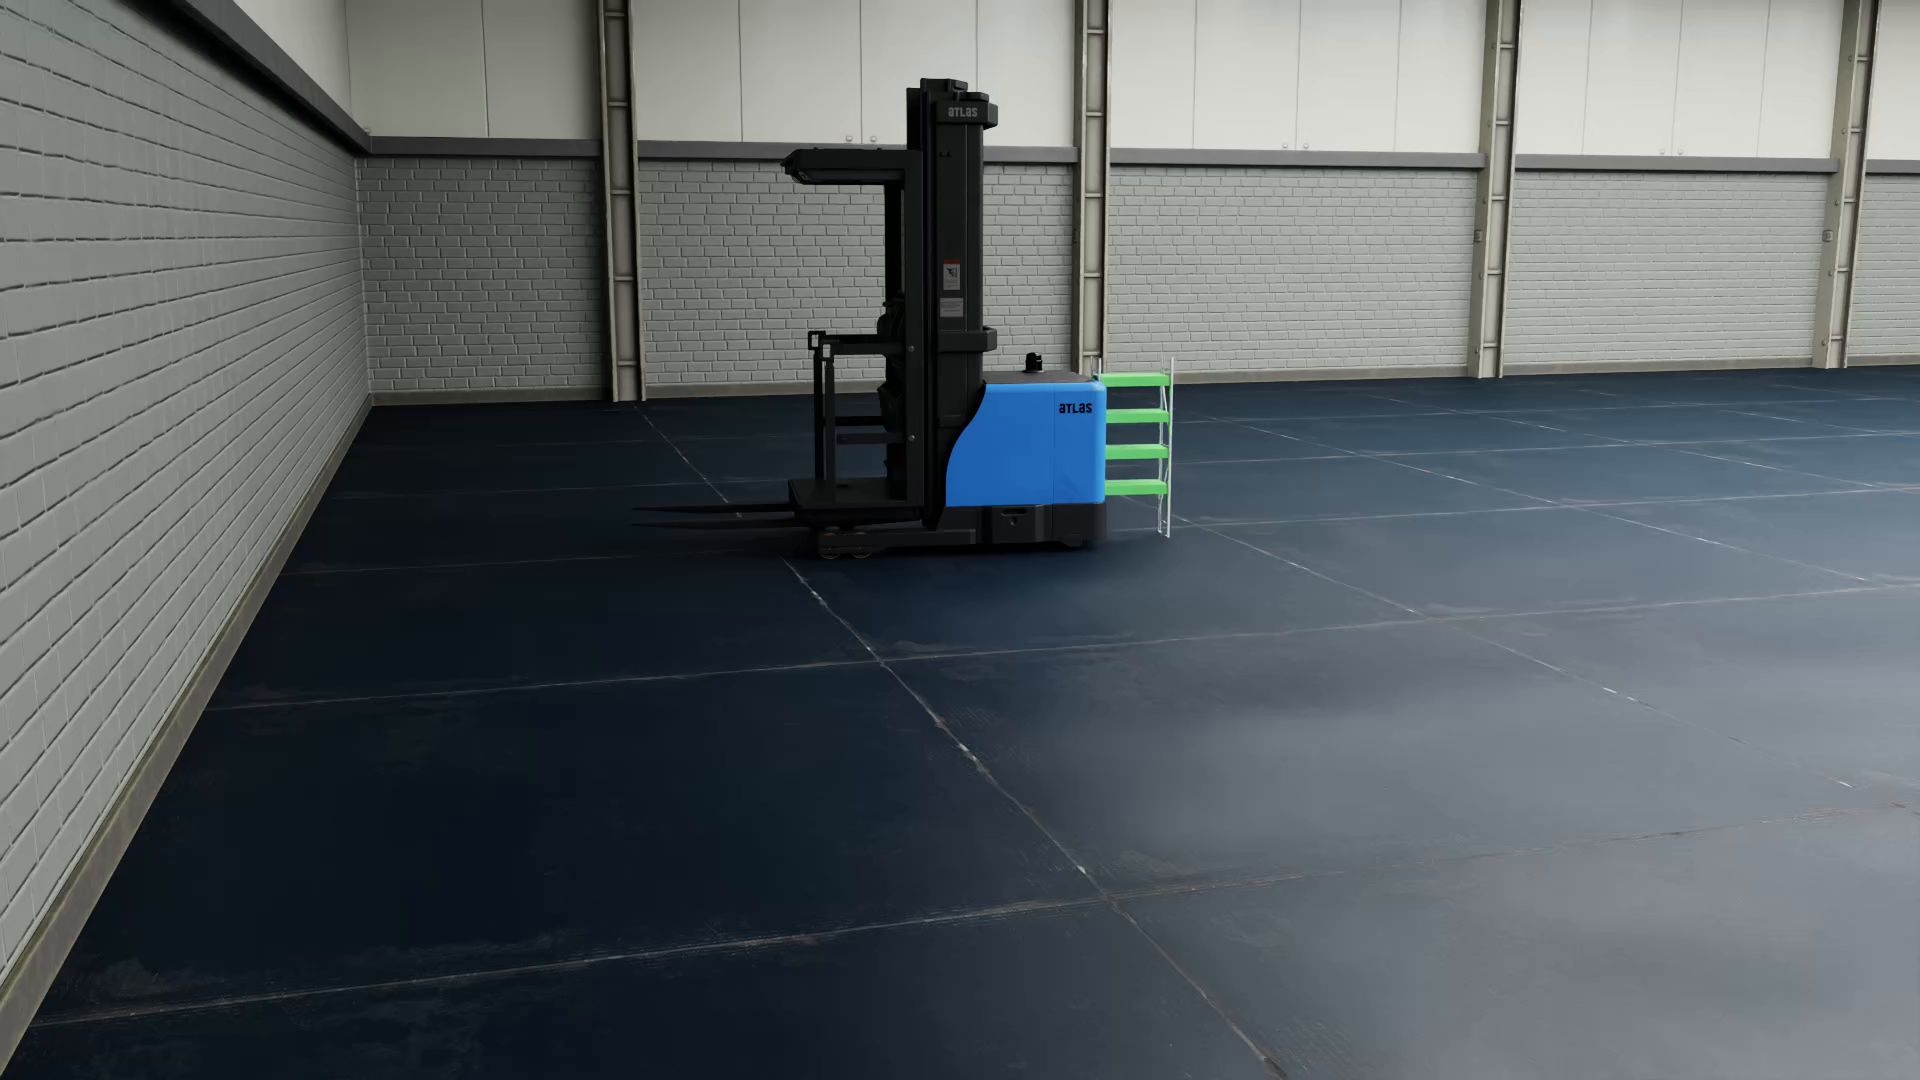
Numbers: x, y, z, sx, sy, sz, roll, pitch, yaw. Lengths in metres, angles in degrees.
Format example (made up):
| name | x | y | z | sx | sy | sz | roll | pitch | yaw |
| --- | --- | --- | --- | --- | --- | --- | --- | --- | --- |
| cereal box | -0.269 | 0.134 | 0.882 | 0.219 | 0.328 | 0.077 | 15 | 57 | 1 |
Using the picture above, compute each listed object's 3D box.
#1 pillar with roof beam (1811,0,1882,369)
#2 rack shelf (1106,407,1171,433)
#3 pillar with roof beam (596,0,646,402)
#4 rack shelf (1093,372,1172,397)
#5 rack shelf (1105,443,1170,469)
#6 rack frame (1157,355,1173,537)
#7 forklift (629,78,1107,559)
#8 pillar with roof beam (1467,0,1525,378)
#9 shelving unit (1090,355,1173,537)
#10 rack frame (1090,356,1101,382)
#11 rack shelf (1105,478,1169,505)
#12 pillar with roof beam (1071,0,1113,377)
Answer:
| name | x | y | z | sx | sy | sz | roll | pitch | yaw |
| --- | --- | --- | --- | --- | --- | --- | --- | --- | --- |
| pillar with roof beam | 14.424 | -6.304 | 20.435 | 0.400 | 9.000 | 9.100 | -3 | 11 | -16 |
| rack shelf | 1.136 | -0.795 | 11.077 | 0.480 | 0.148 | 0.258 | -2 | 11 | -9 |
| pillar with roof beam | -2.858 | -5.393 | 15.487 | 0.400 | 9.000 | 9.100 | -3 | 11 | -16 |
| rack shelf | 1.136 | -1.031 | 11.034 | 0.480 | 0.148 | 0.258 | -2 | 11 | -9 |
| rack shelf | 1.136 | -0.559 | 11.120 | 0.480 | 0.148 | 0.258 | -2 | 11 | -9 |
| rack frame | 1.377 | -0.629 | 11.147 | 0.015 | 1.200 | 0.240 | -2 | 11 | -9 |
| forklift | -0.618 | -1.424 | 10.685 | 3.031 | 2.935 | 1.130 | -2 | 11 | -9 |
| pillar with roof beam | 8.664 | -6.000 | 18.786 | 0.400 | 9.000 | 9.100 | -3 | 11 | -16 |
| shelving unit | 1.136 | -0.622 | 11.109 | 0.503 | 1.200 | 0.258 | -2 | 11 | -9 |
| rack frame | 0.895 | -0.615 | 11.071 | 0.015 | 1.200 | 0.240 | -2 | 11 | -9 |
| rack shelf | 1.136 | -0.323 | 11.164 | 0.480 | 0.148 | 0.258 | -2 | 11 | -9 |
| pillar with roof beam | 2.903 | -5.697 | 17.136 | 0.400 | 9.000 | 9.100 | -3 | 11 | -16 |
